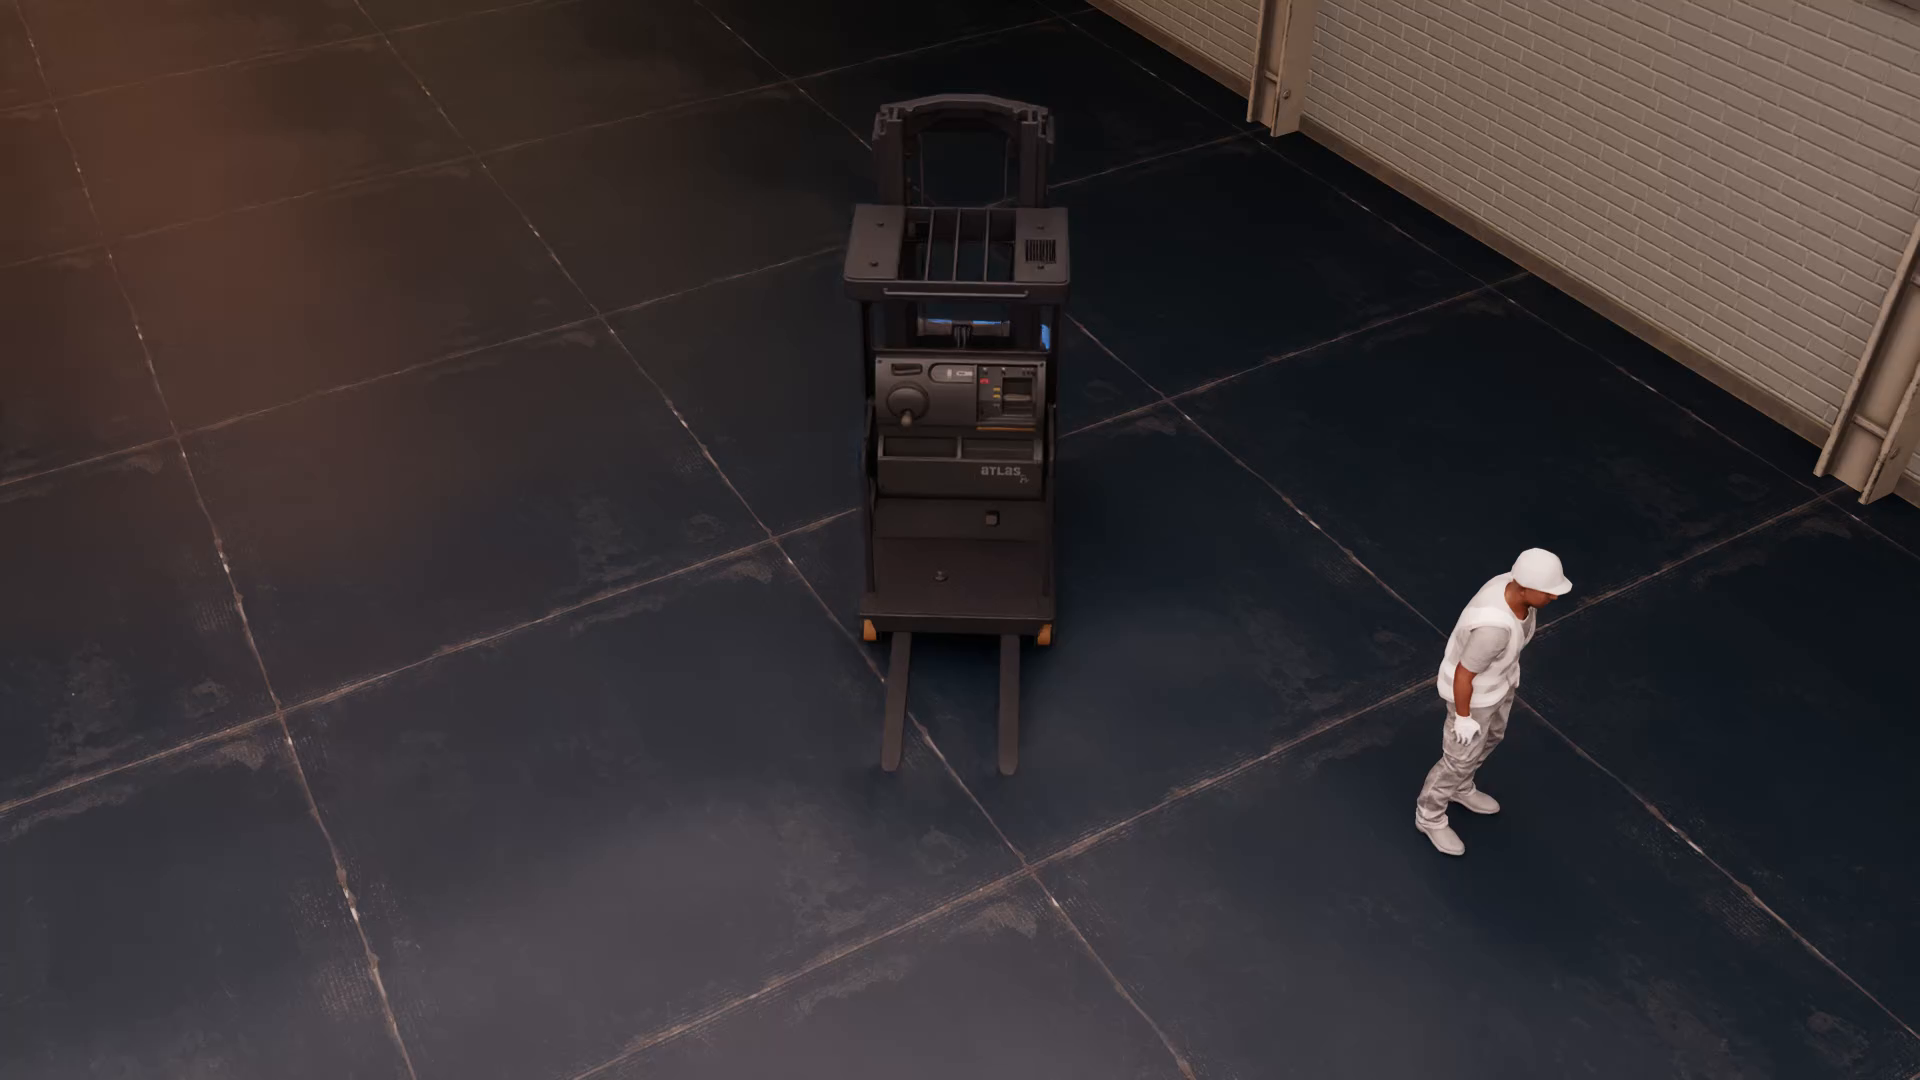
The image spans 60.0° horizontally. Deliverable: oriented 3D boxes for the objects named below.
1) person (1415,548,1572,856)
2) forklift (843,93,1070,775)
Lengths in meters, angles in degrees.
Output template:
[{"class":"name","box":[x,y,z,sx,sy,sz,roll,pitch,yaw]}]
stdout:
[{"class":"person","box":[2.557,0.731,8.066,0.450,1.771,0.619,28,47,29]},{"class":"forklift","box":[-0.003,-0.728,8.913,1.130,2.935,3.031,1,40,2]}]
